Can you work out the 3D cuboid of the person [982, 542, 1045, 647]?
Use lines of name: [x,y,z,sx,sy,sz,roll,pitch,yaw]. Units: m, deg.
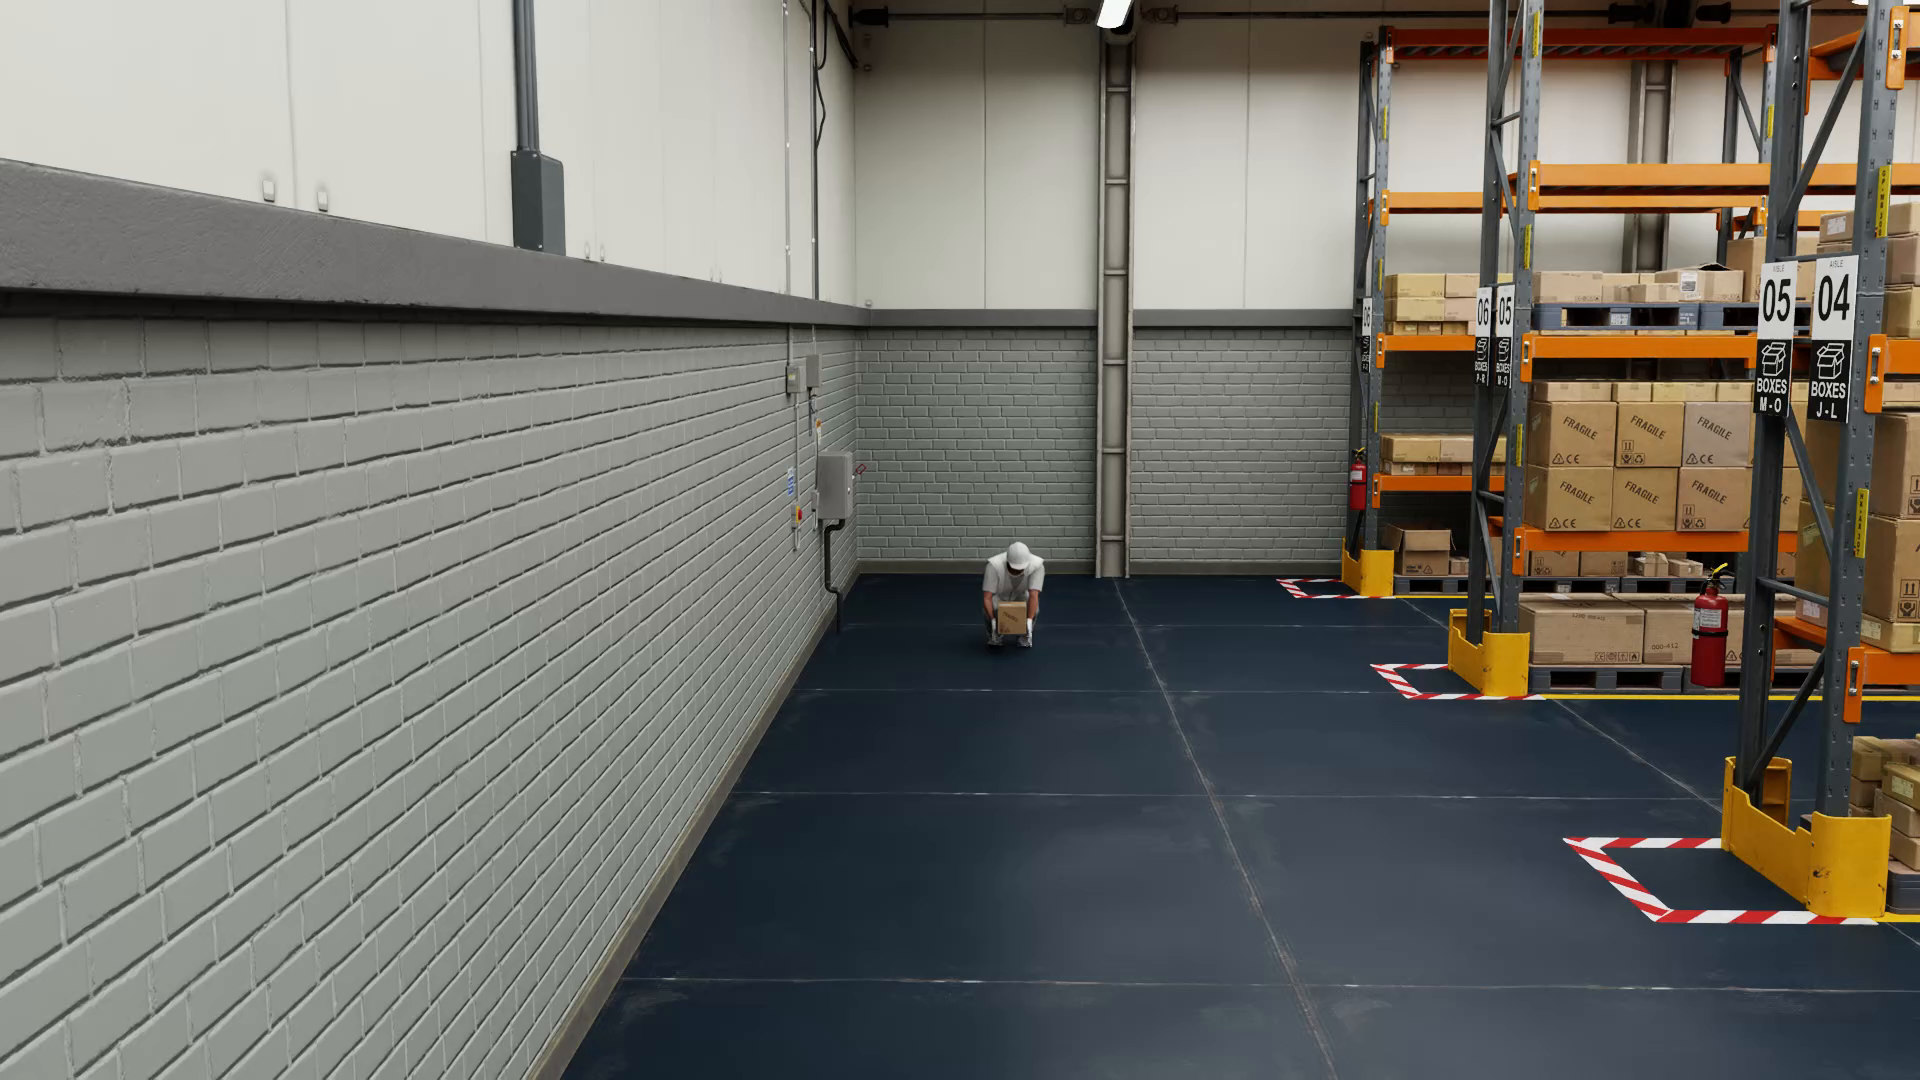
person: [0.480,0.482,15.030,0.564,0.999,0.888,0,7,1]
